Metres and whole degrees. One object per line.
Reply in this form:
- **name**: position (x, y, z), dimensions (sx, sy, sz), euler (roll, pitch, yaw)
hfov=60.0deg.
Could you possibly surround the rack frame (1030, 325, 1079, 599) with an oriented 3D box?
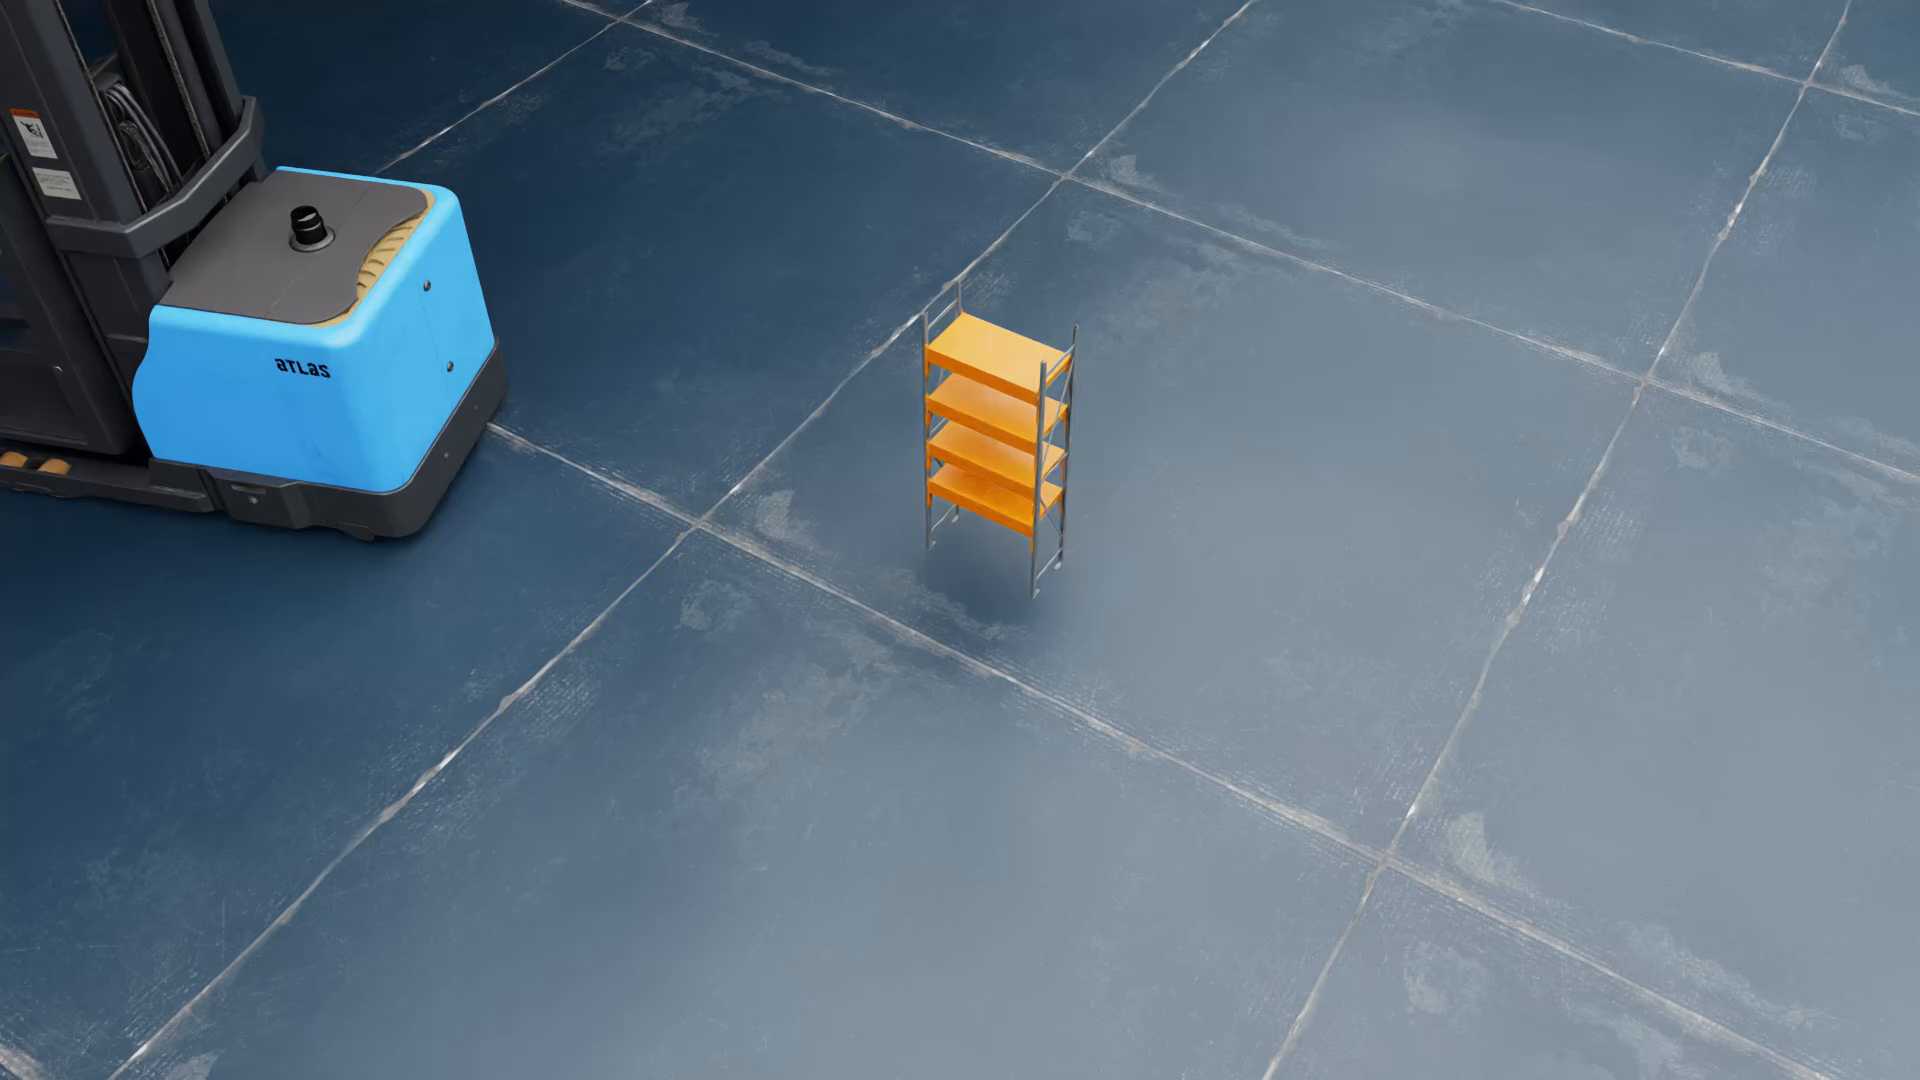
- **rack frame**: position (0.345, -0.260, 6.166), dimensions (0.015, 1.200, 0.240), euler (25, 51, 22)

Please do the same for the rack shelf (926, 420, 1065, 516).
- **rack shelf**: position (0.139, -0.307, 6.306), dimensions (0.480, 0.148, 0.258), euler (25, 51, 22)

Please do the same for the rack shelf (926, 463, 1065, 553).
- **rack shelf**: position (0.139, -0.169, 6.448), dimensions (0.480, 0.148, 0.258), euler (25, 51, 22)

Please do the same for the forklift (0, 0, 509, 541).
- **forklift**: position (-3.552, -1.559, 6.221), dimensions (3.031, 2.935, 1.130), euler (9, 46, 8)

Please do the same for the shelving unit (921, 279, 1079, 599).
- **shelving unit**: position (0.139, -0.354, 6.257), dimensions (0.503, 1.200, 0.258), euler (25, 51, 22)

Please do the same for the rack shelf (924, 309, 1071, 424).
- **rack shelf**: position (0.139, -0.628, 5.976), dimensions (0.480, 0.148, 0.258), euler (25, 51, 22)

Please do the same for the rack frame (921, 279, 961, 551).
- **rack frame**: position (-0.066, -0.449, 6.349), dimensions (0.015, 1.200, 0.240), euler (25, 51, 22)

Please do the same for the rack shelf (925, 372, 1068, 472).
- **rack shelf**: position (0.139, -0.463, 6.145), dimensions (0.480, 0.148, 0.258), euler (25, 51, 22)
